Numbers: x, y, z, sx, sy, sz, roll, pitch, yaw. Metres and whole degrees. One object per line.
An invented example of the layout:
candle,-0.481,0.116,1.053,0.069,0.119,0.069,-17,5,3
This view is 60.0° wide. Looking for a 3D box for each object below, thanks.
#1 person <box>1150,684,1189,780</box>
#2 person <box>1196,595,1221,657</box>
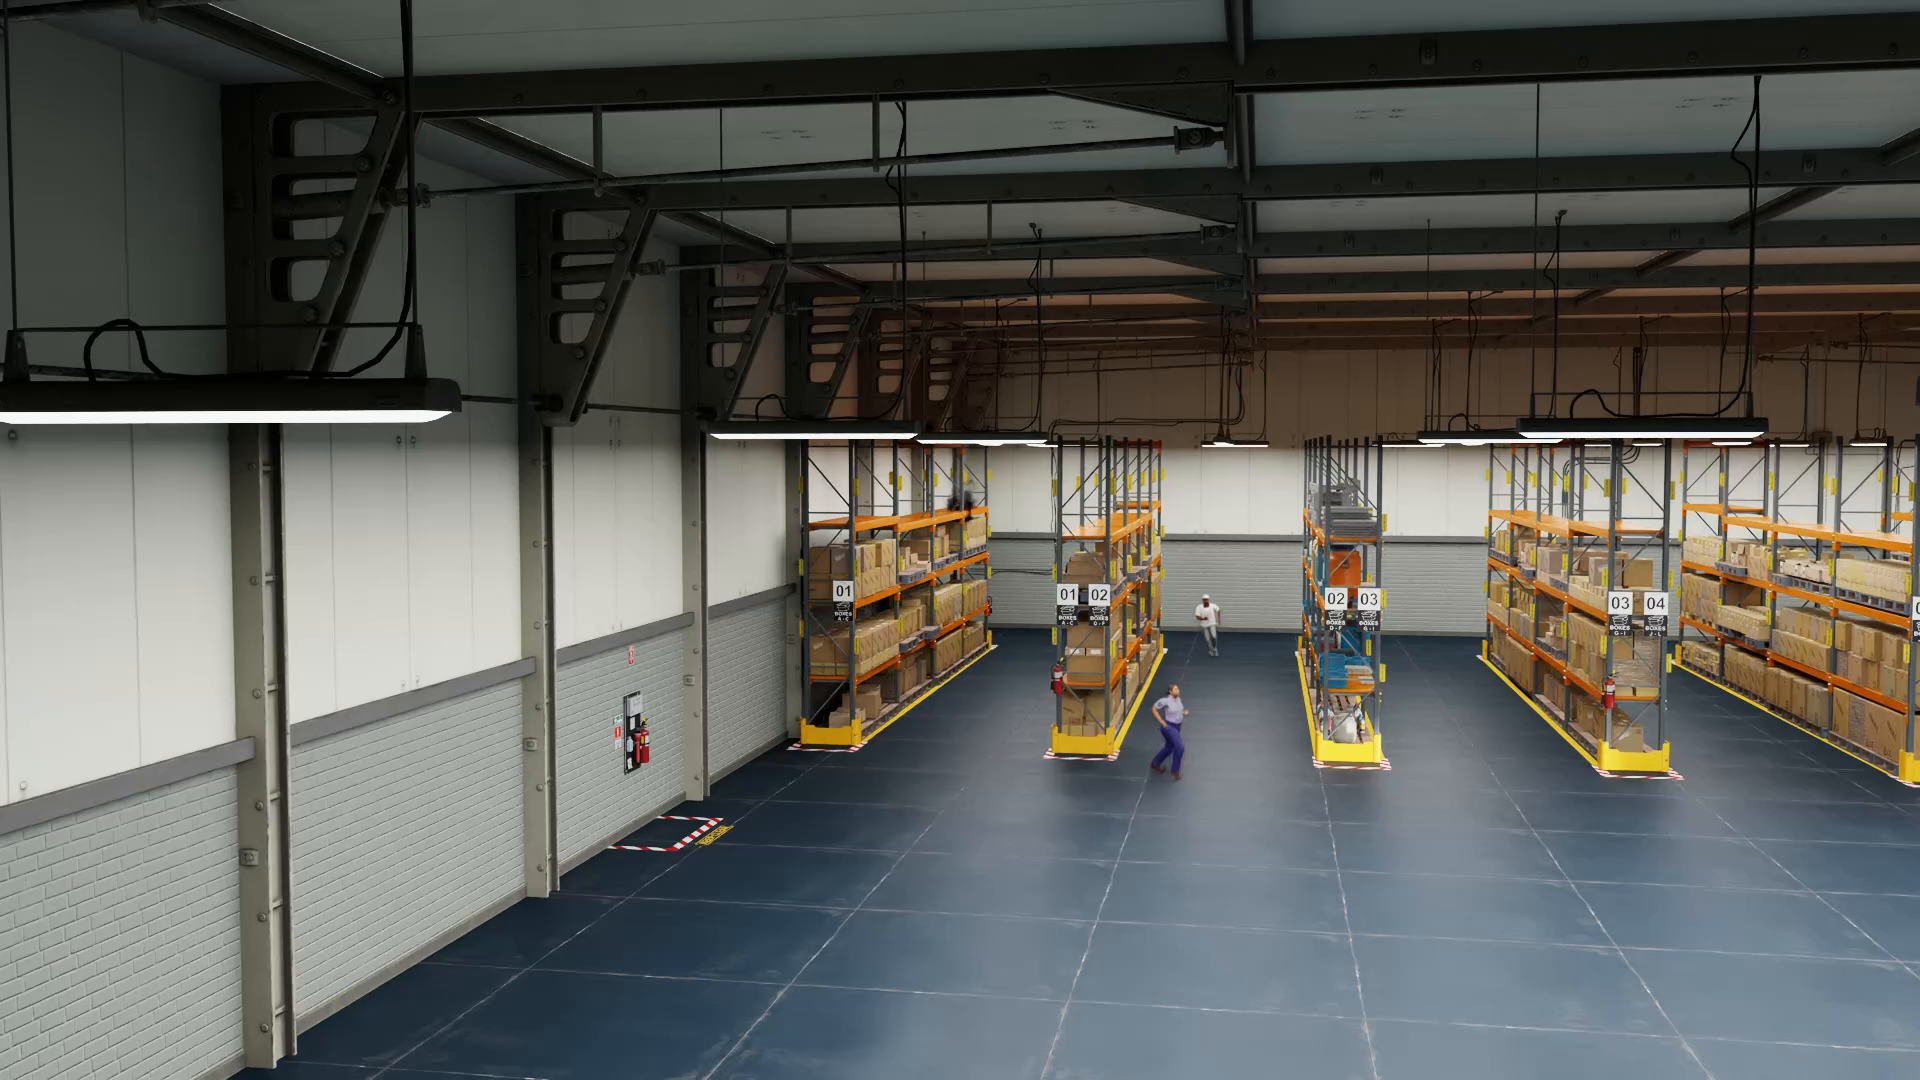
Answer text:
person,3.663,3.360,29.120,0.755,1.694,0.586,2,4,35
person,6.869,2.370,46.048,0.682,1.728,0.662,0,3,9
